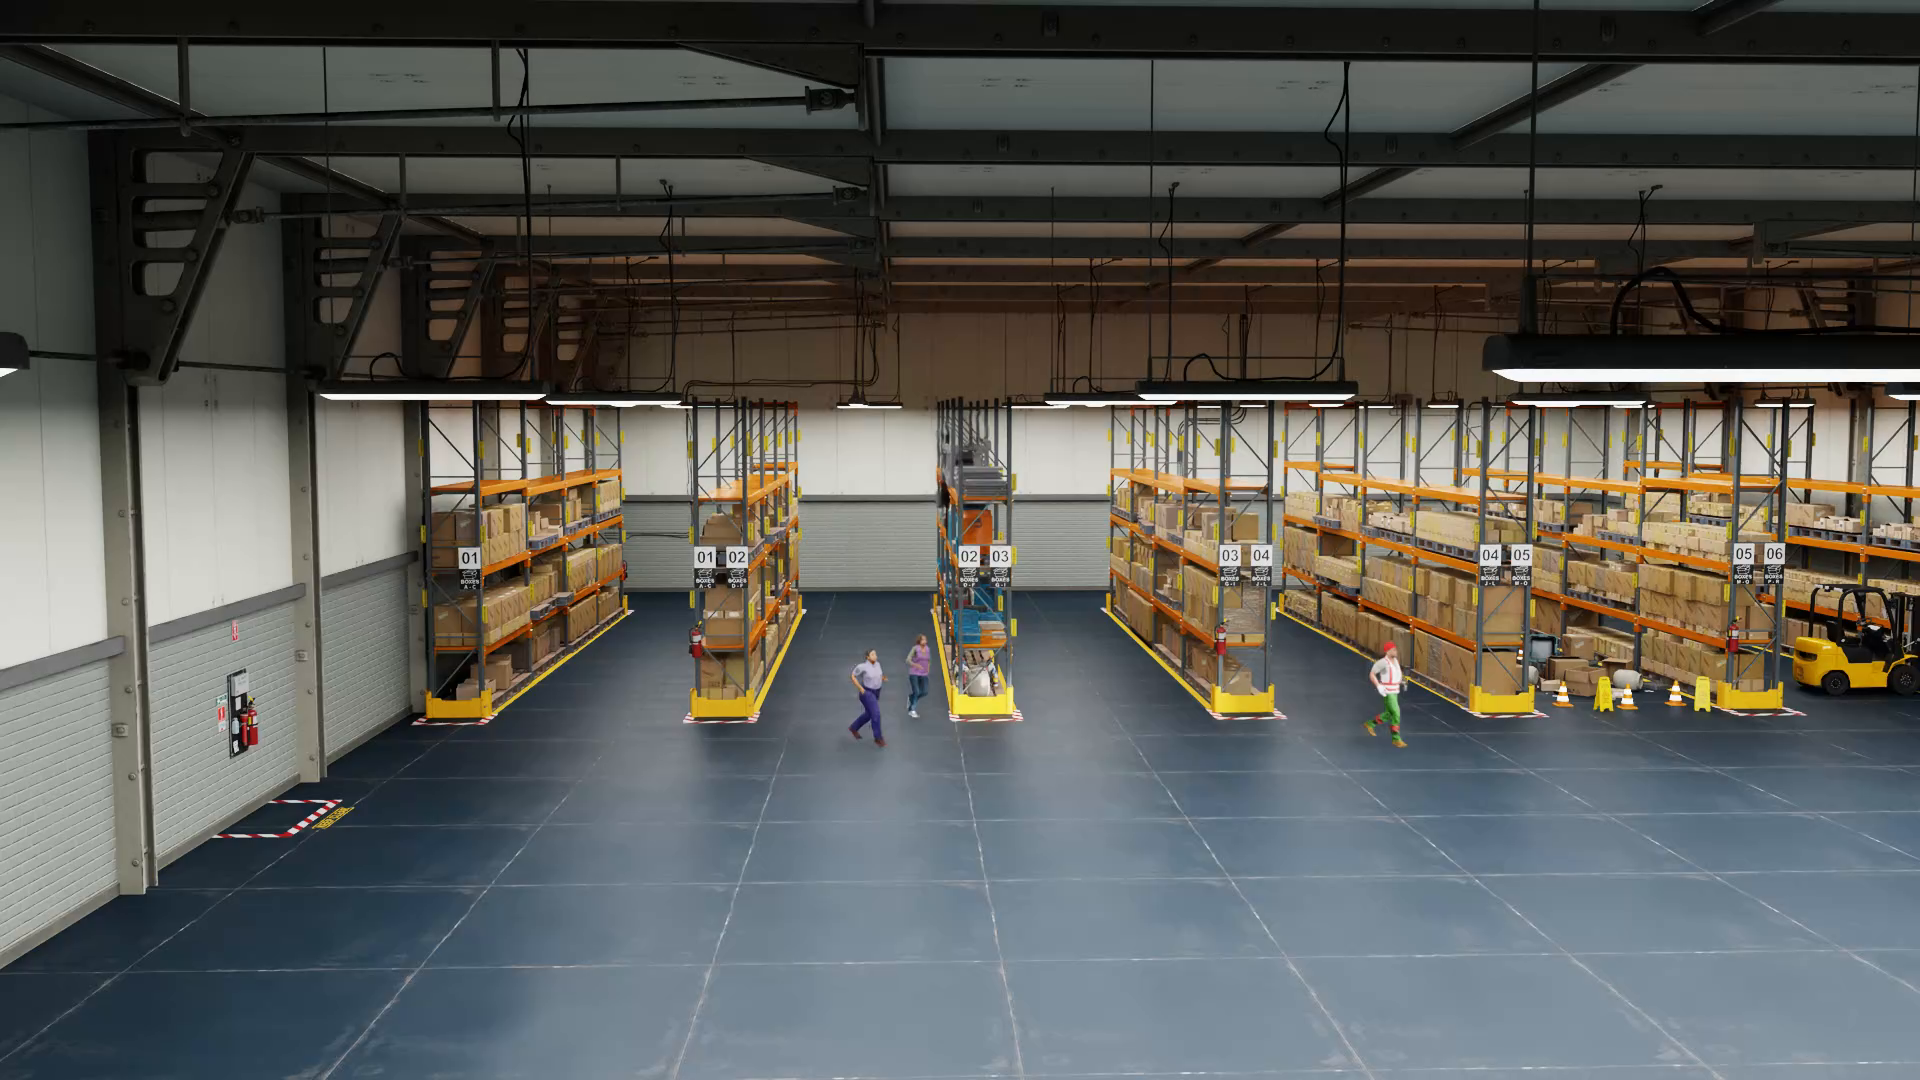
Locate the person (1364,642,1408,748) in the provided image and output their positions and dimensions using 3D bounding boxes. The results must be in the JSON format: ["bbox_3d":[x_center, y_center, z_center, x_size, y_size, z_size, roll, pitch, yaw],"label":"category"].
[{"bbox_3d":[7.338,2.636,28.620,0.892,1.784,0.668,4,6,42],"label":"person"}]

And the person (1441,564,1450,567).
[{"bbox_3d":[14.427,1.155,49.327,0.583,1.549,0.564,1,5,17],"label":"person"}]

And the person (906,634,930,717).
[{"bbox_3d":[-0.747,2.542,31.298,0.557,1.551,0.570,-3,5,-31],"label":"person"}]

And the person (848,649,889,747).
[{"bbox_3d":[-1.558,2.695,28.635,0.869,1.679,0.588,3,5,30],"label":"person"}]
